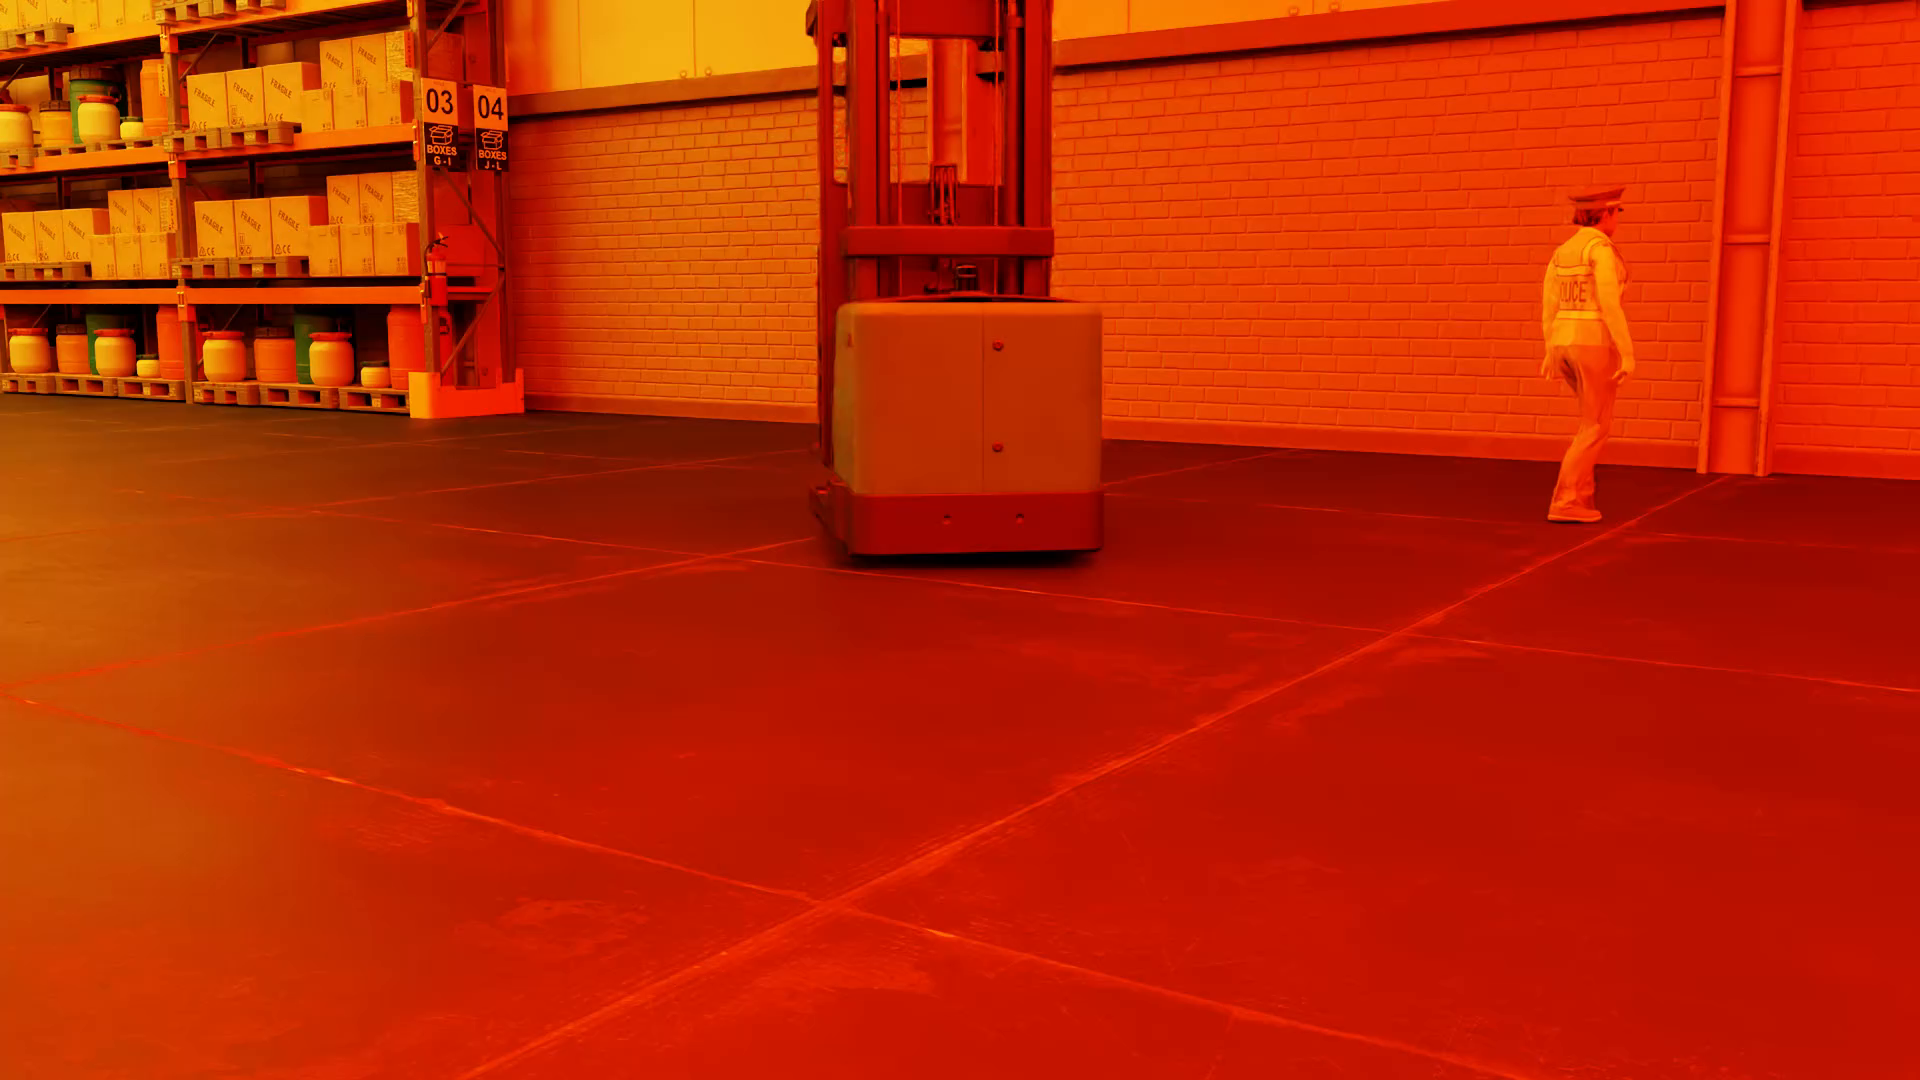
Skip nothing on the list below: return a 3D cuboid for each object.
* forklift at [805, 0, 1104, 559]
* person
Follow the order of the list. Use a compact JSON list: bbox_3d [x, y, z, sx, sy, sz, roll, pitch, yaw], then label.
[{"bbox_3d":[-0.157,-1.540,8.024,1.130,2.935,3.031,-1,8,-9],"label":"forklift"},{"bbox_3d":[3.126,-0.889,8.222,0.477,1.716,0.591,-2,8,-11],"label":"person"}]
